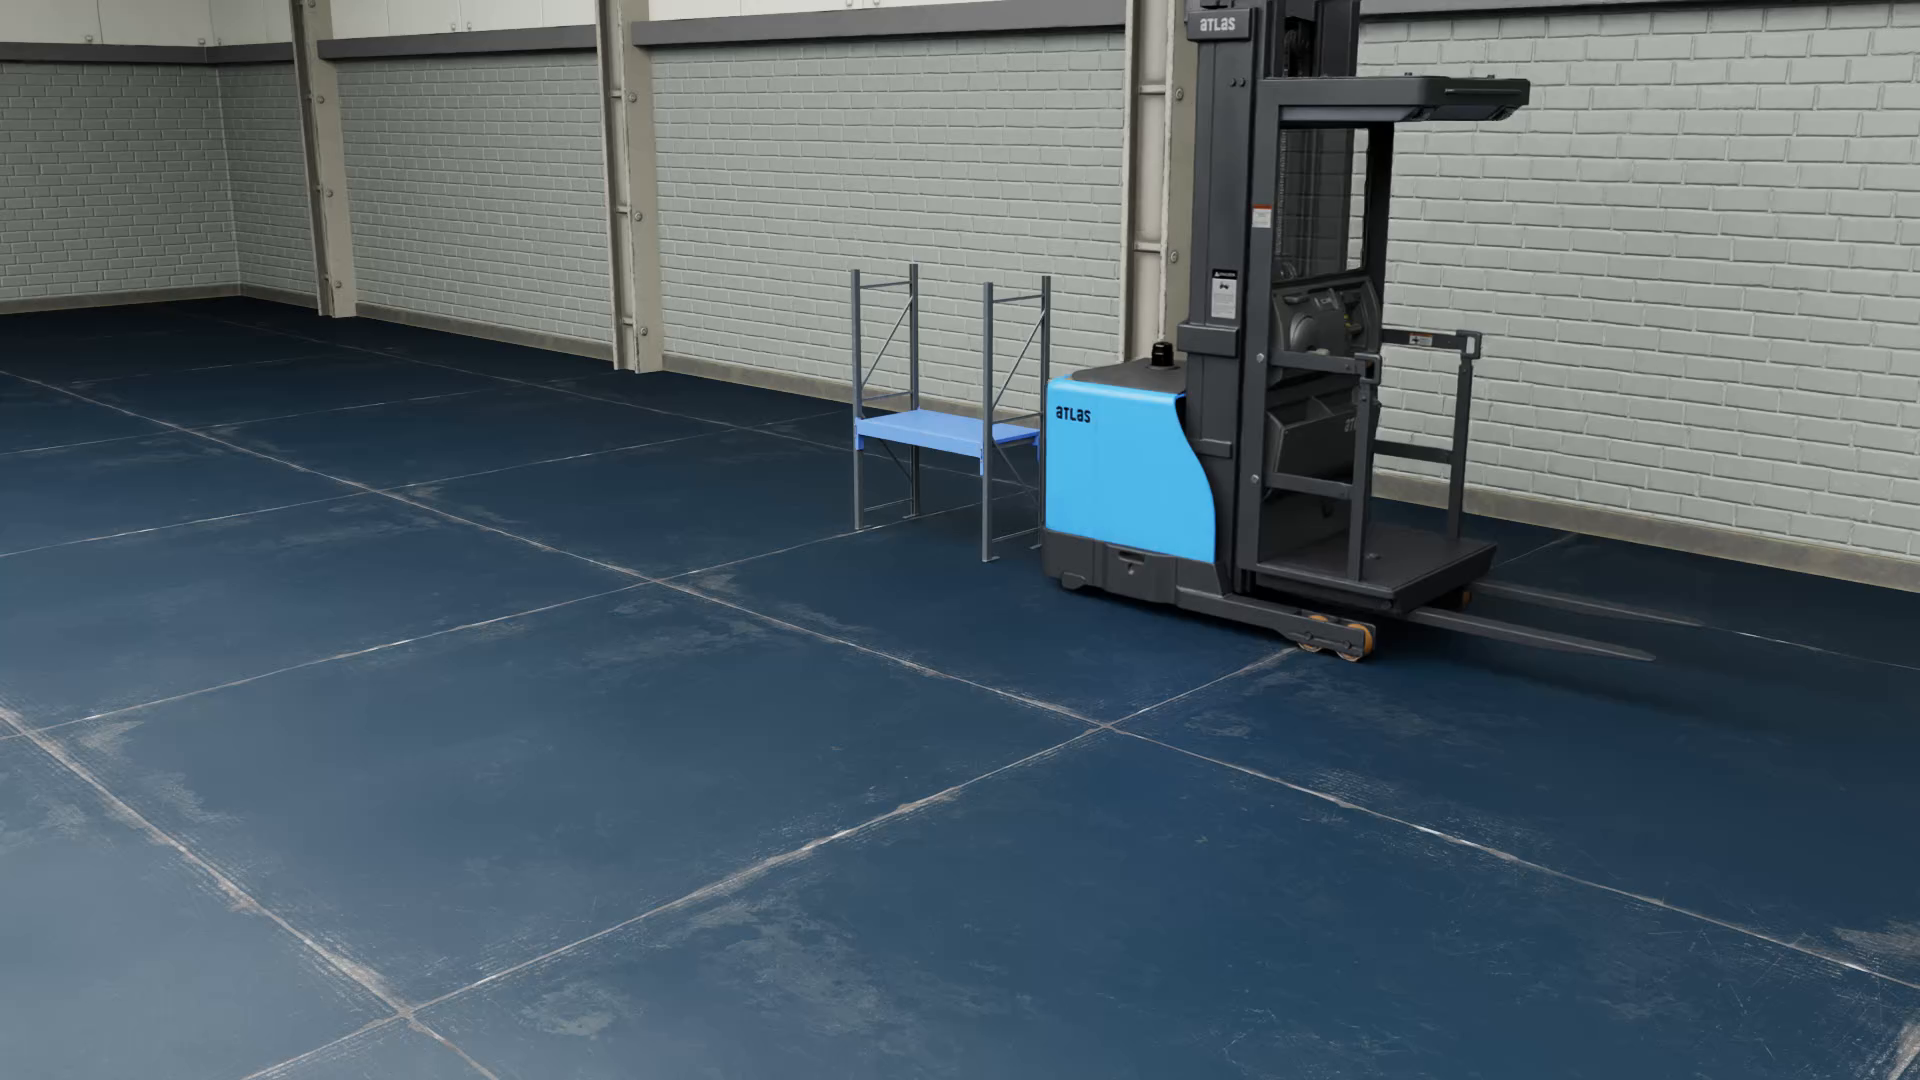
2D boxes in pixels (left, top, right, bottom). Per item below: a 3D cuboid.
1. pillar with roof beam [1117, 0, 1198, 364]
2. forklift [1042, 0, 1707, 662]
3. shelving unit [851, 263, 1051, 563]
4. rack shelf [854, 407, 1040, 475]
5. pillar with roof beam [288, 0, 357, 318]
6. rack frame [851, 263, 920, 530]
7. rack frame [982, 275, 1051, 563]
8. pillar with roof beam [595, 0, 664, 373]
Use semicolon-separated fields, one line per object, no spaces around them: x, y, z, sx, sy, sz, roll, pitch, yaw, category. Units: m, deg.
-1.666;-4.119;7.393;0.400;9.000;9.100;14;20;42;pillar with roof beam
1.861;-1.031;7.575;3.031;2.935;1.130;12;19;39;forklift
-0.061;-0.741;9.300;1.048;1.500;0.538;14;20;42;shelving unit
-0.061;-0.567;9.346;1.000;0.185;0.538;14;20;42;rack shelf
-10.304;-6.219;15.453;0.400;9.000;9.100;14;20;42;pillar with roof beam
-0.427;-0.830;9.642;0.032;1.500;0.500;14;20;42;rack frame
0.305;-0.652;8.959;0.032;1.500;0.500;14;20;42;rack frame
-5.985;-5.169;11.423;0.400;9.000;9.100;14;20;42;pillar with roof beam
